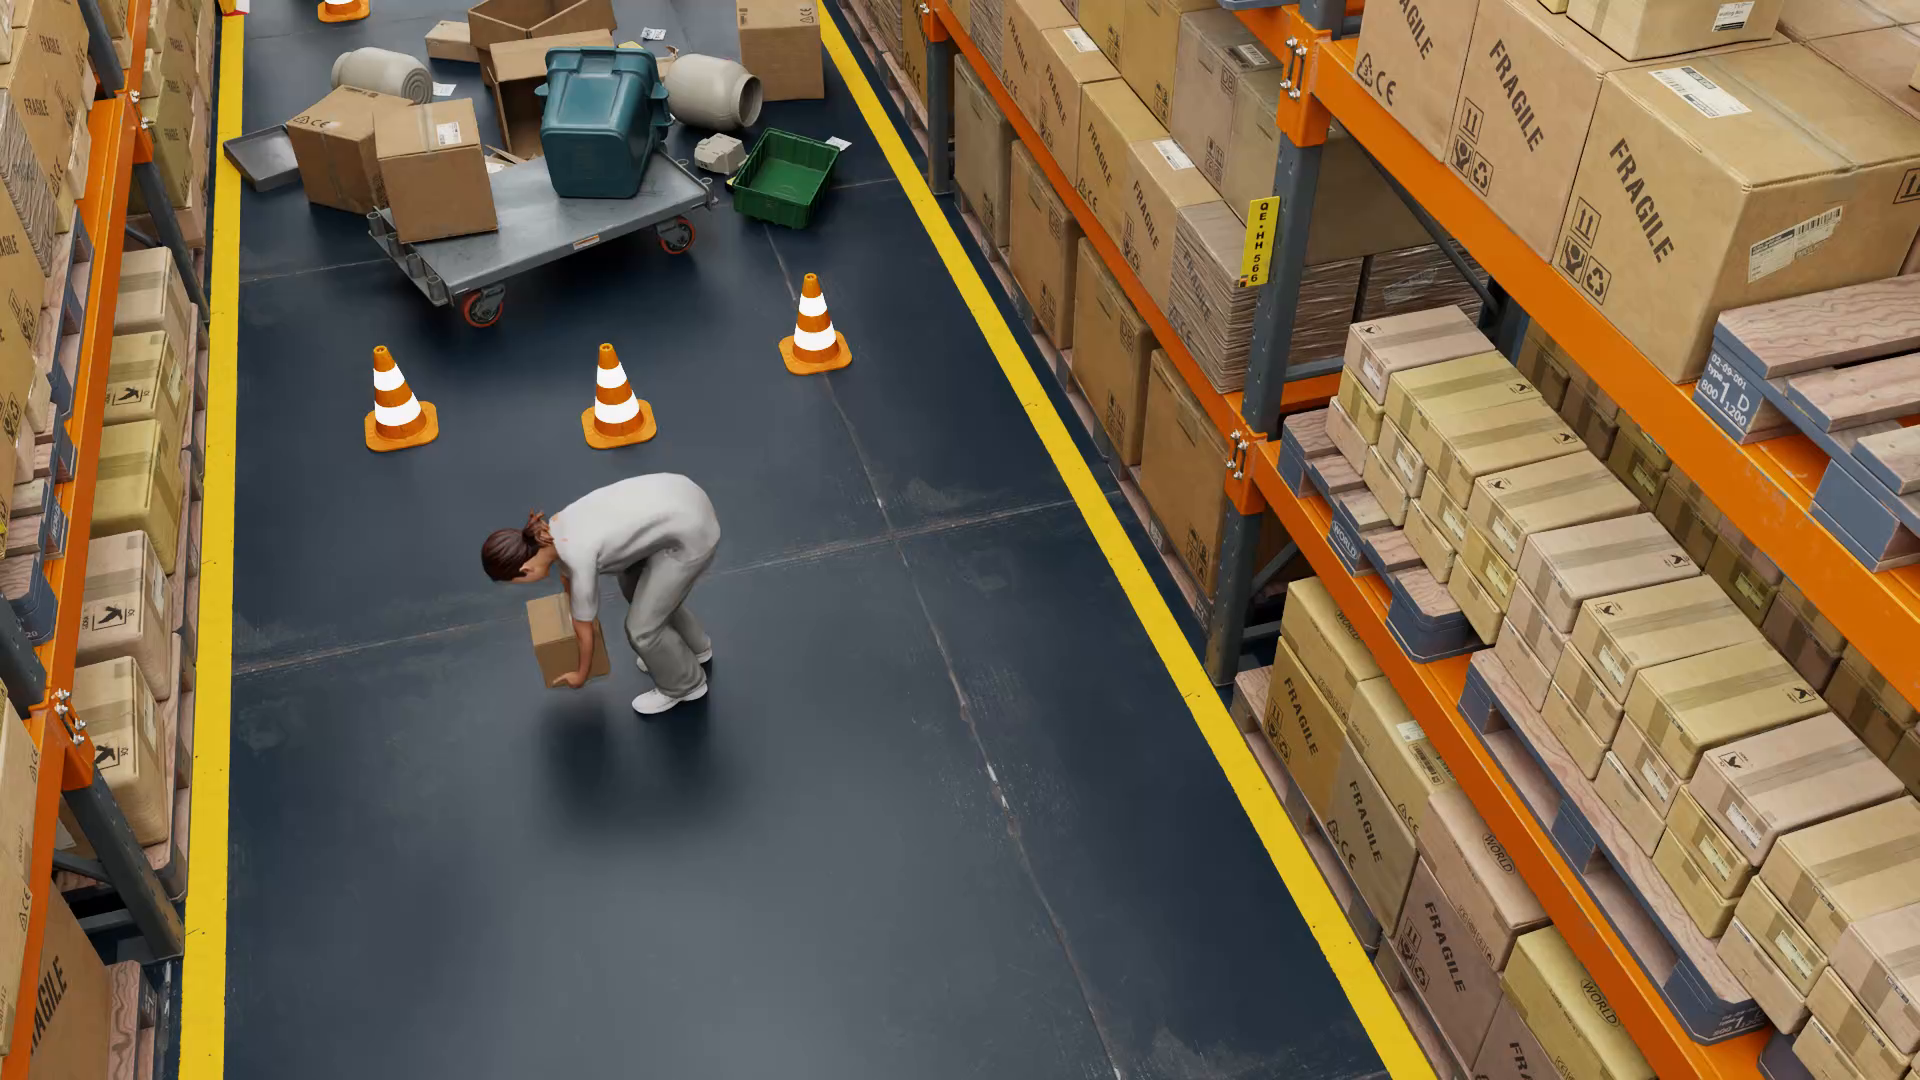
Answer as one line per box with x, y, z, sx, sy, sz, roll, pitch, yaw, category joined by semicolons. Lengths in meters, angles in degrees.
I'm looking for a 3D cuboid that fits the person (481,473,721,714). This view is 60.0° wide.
-1.329;0.239;6.385;0.872;1.023;0.427;-14;44;-14;person
